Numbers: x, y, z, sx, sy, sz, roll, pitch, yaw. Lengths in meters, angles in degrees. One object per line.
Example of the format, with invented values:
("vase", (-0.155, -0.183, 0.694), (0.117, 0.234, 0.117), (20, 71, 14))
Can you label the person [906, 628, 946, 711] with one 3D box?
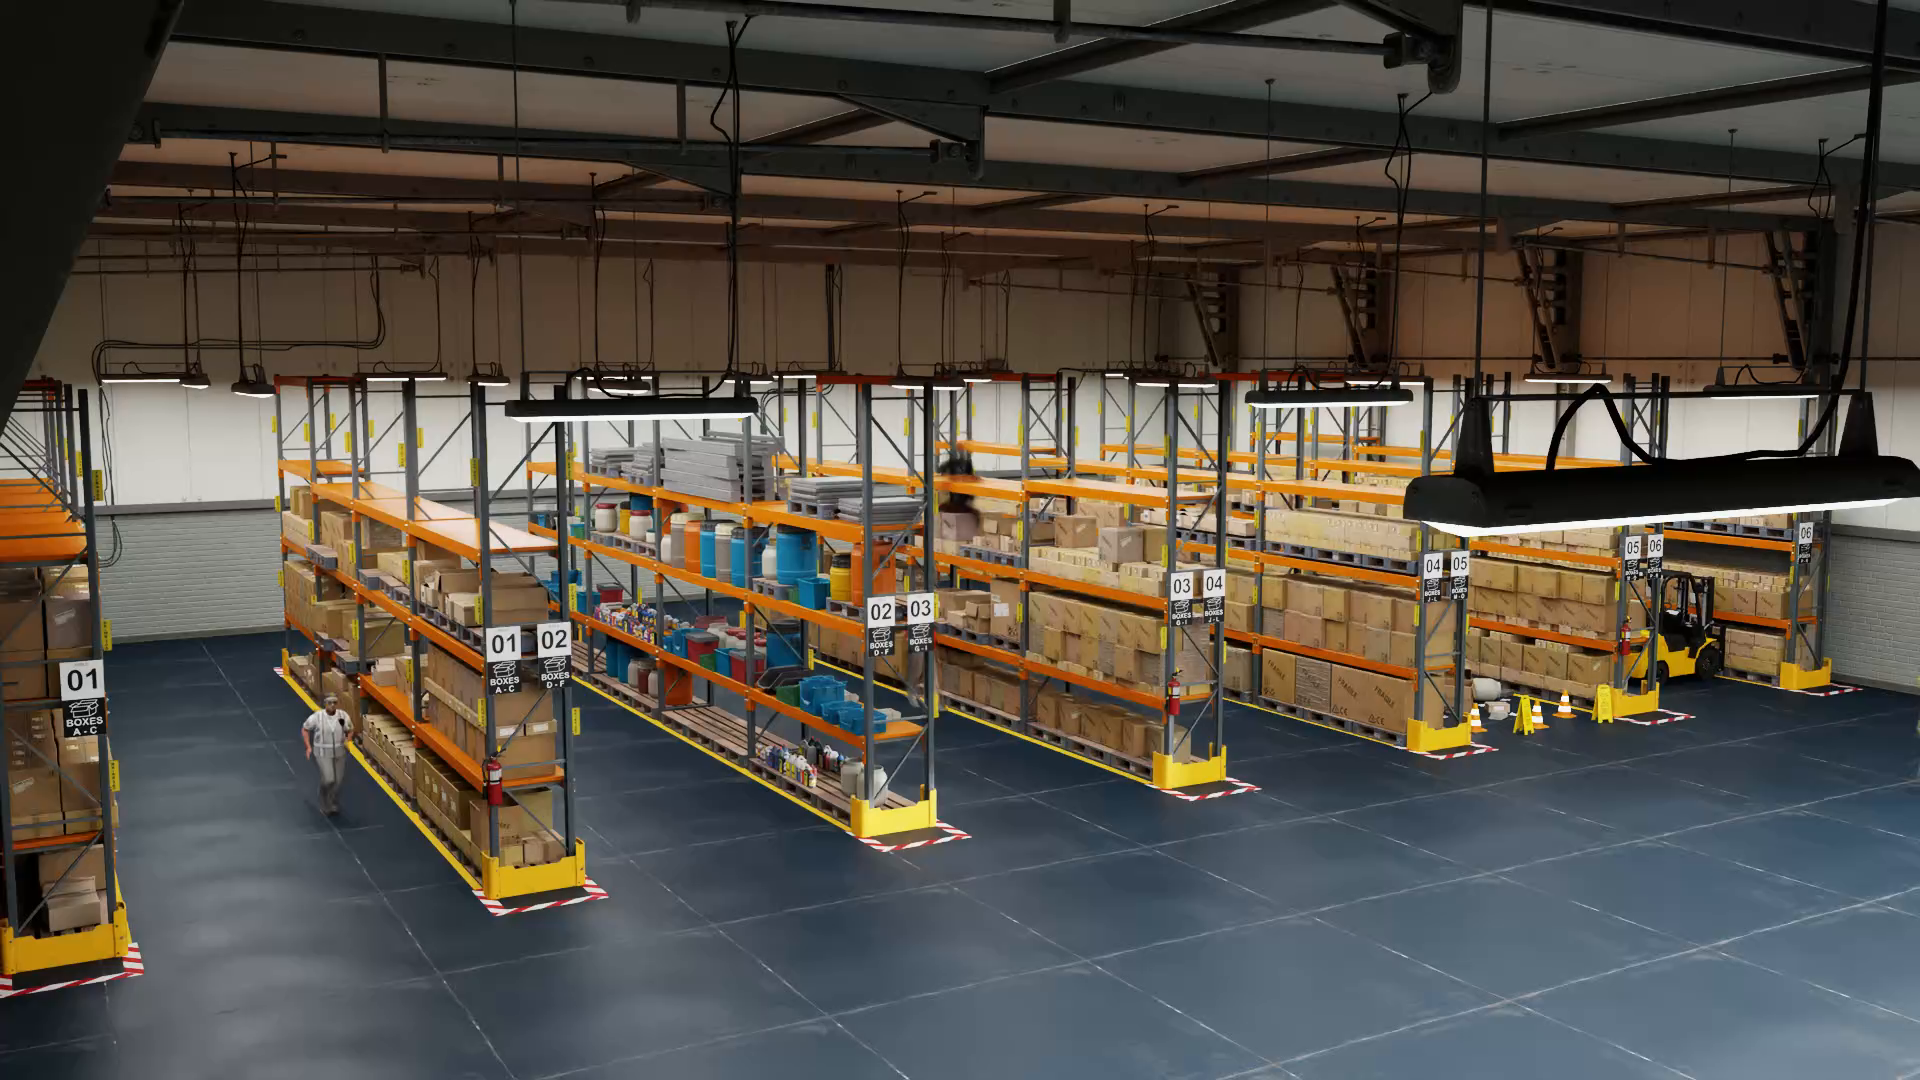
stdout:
("person", (-0.600, 2.043, 28.647), (0.659, 1.781, 0.898), (-5, 8, -37))

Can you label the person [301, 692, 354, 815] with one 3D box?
("person", (-8.674, 2.949, 22.951), (0.637, 1.738, 0.733), (-5, 8, -38))
